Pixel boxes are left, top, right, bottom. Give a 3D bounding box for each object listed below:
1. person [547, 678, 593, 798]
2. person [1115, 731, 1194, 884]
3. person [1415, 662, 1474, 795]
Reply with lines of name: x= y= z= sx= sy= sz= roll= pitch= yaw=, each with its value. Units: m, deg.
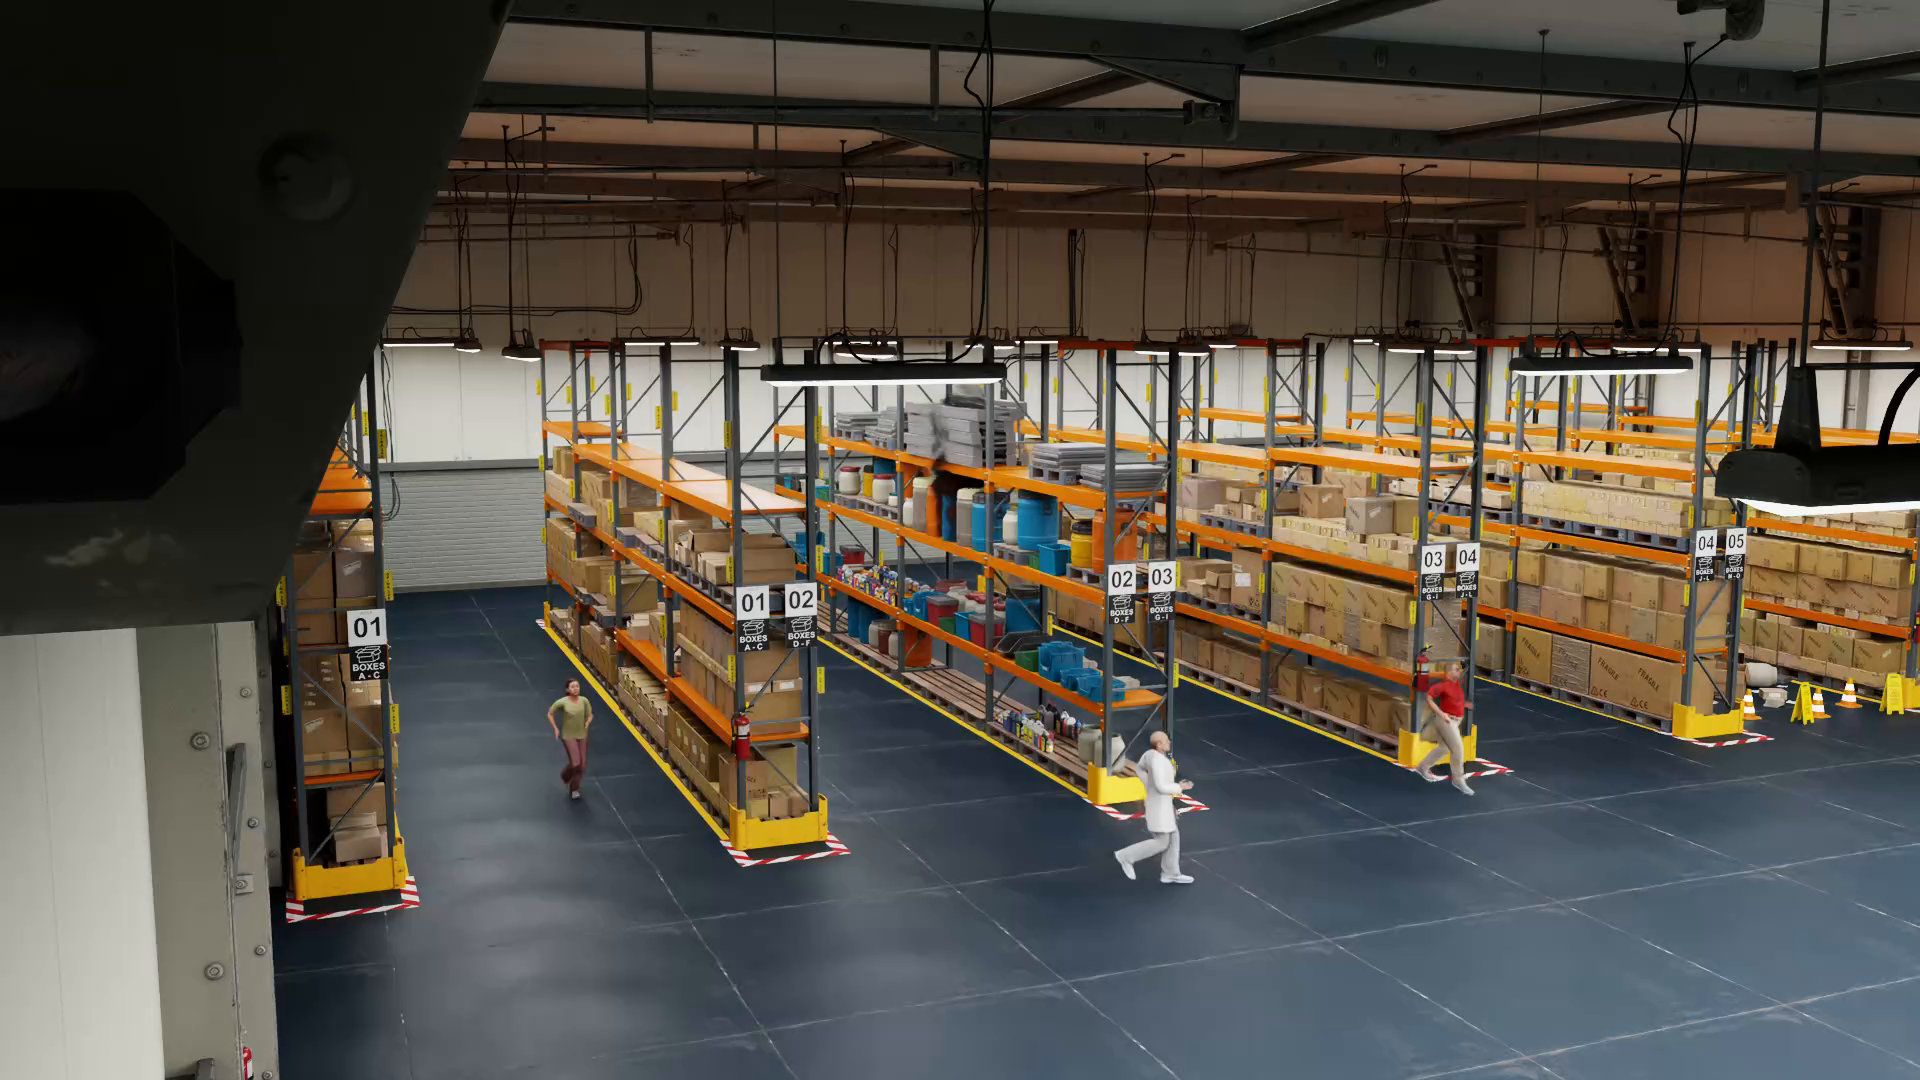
person: x=-5.123 y=2.646 z=22.136 sx=0.566 sy=1.629 sz=0.549 roll=-5 pitch=9 yaw=-36
person: x=2.201 y=3.018 z=18.767 sx=0.901 sy=1.753 sz=0.716 roll=0 pitch=7 yaw=1
person: x=6.664 y=2.531 z=22.715 sx=0.857 sy=1.753 sz=0.661 roll=4 pitch=9 yaw=31
